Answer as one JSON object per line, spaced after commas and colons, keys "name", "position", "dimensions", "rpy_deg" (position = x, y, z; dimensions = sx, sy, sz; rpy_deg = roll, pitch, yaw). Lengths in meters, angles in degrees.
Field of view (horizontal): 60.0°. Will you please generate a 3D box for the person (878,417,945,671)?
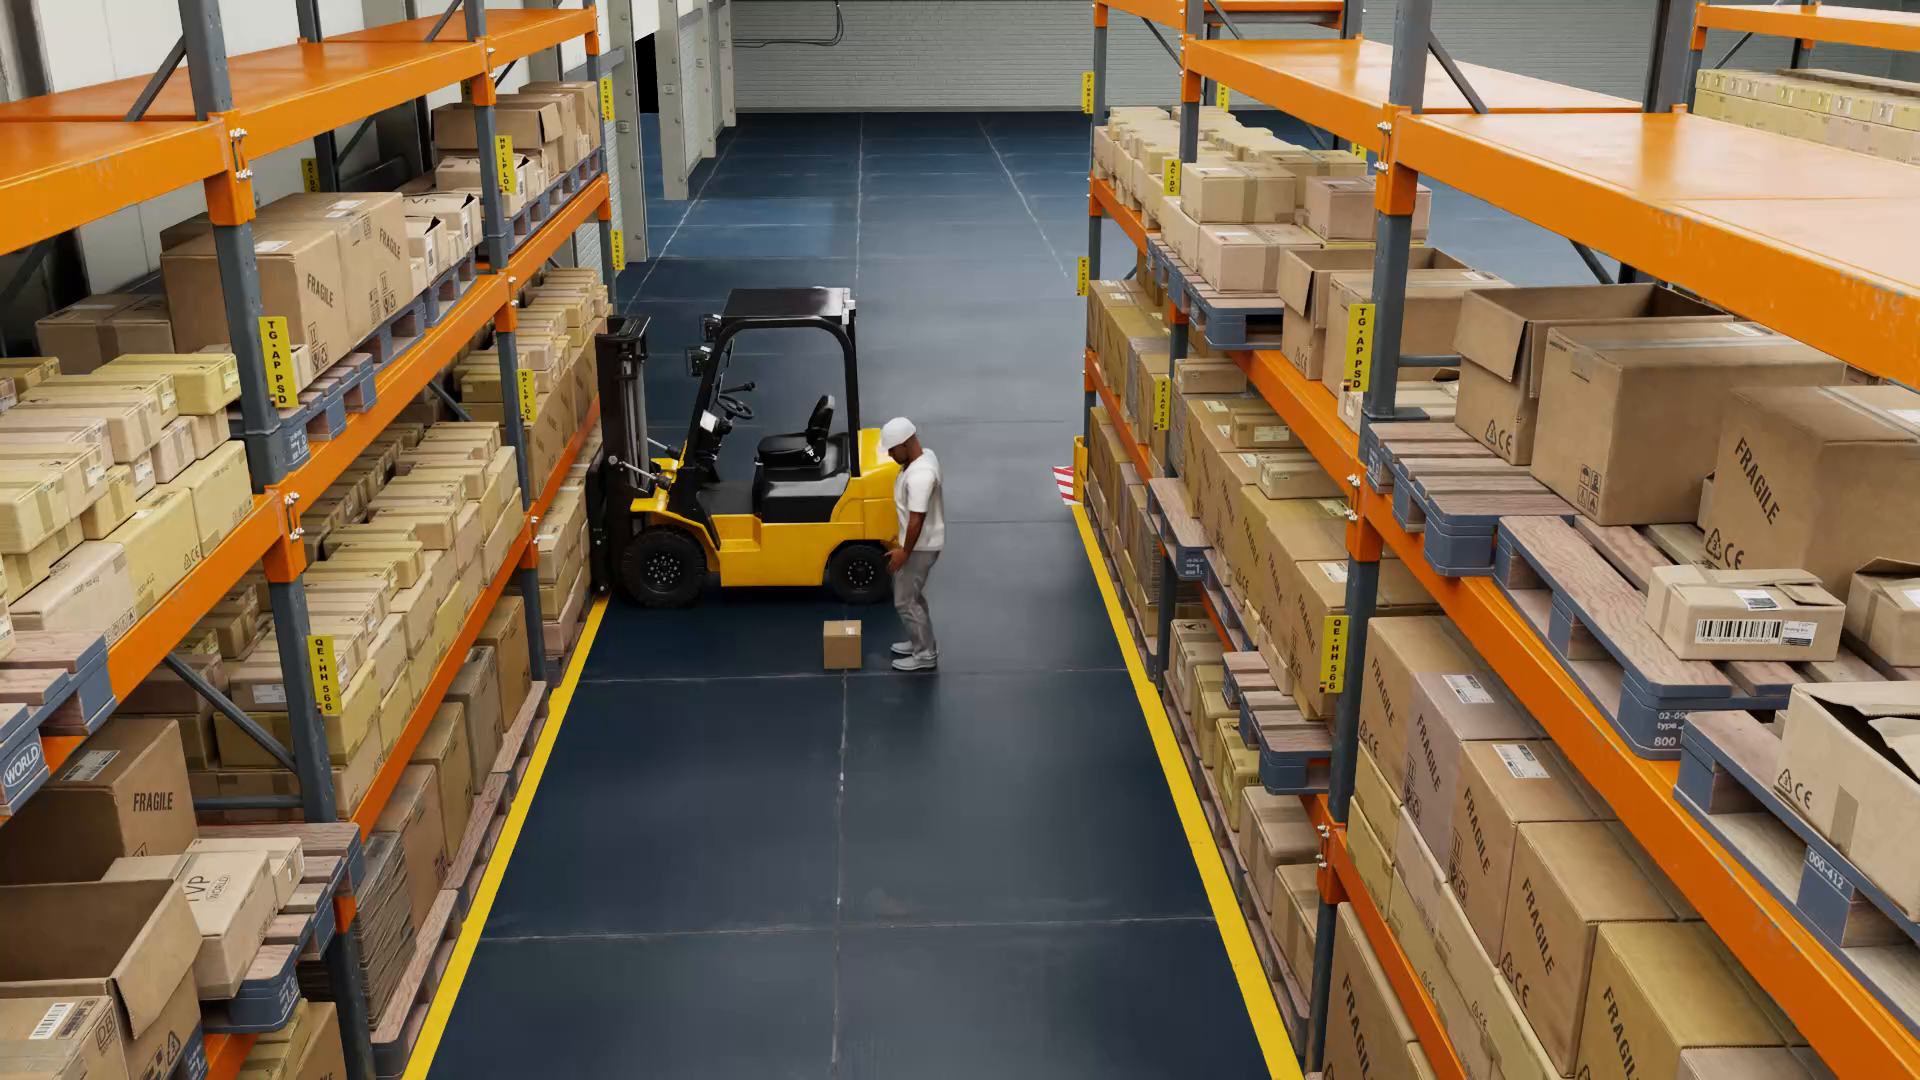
{"name": "person", "position": [-0.316, 0.021, 11.047], "dimensions": [0.437, 1.725, 0.588], "rpy_deg": [-1, 20, -2]}
